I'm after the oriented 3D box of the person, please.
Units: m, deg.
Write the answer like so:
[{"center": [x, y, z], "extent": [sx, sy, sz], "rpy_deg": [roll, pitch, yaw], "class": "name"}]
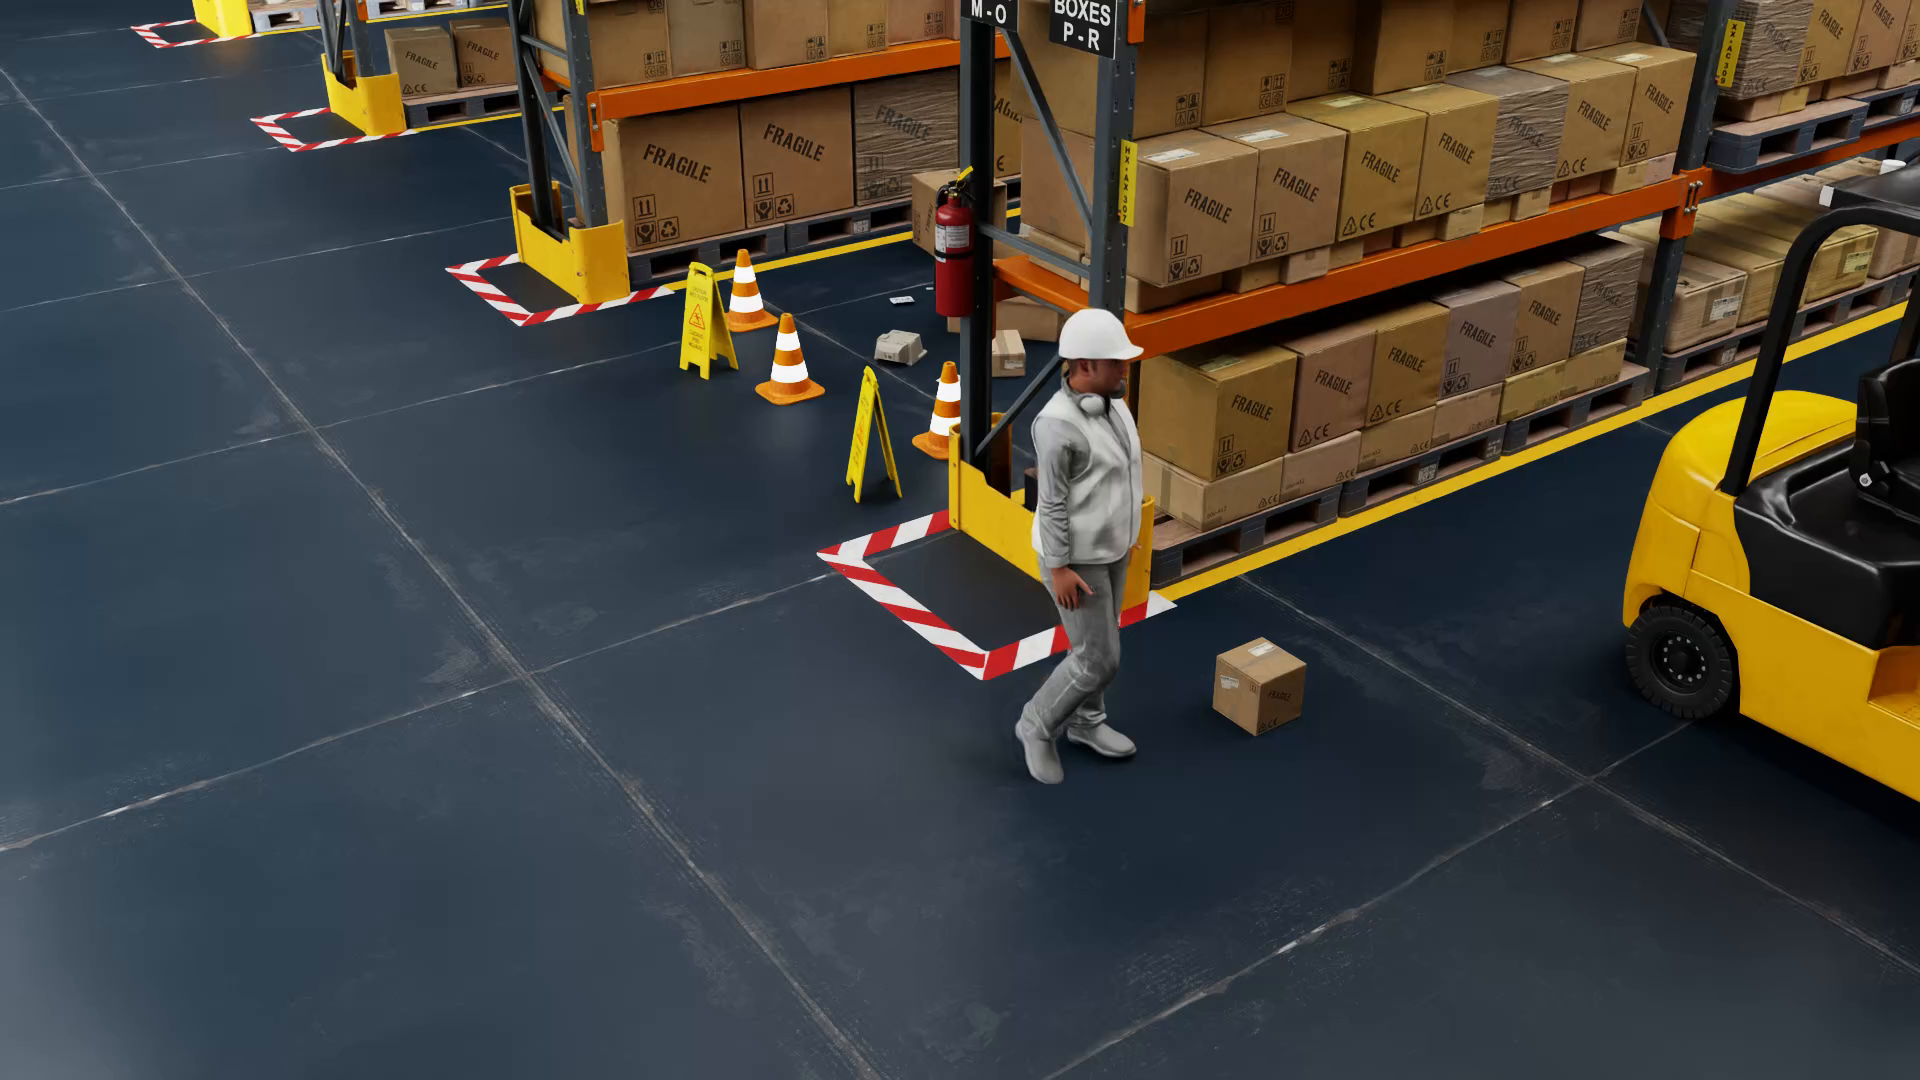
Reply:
[{"center": [0.479, 0.036, 6.046], "extent": [0.425, 1.812, 0.558], "rpy_deg": [15, 32, 25], "class": "person"}]
